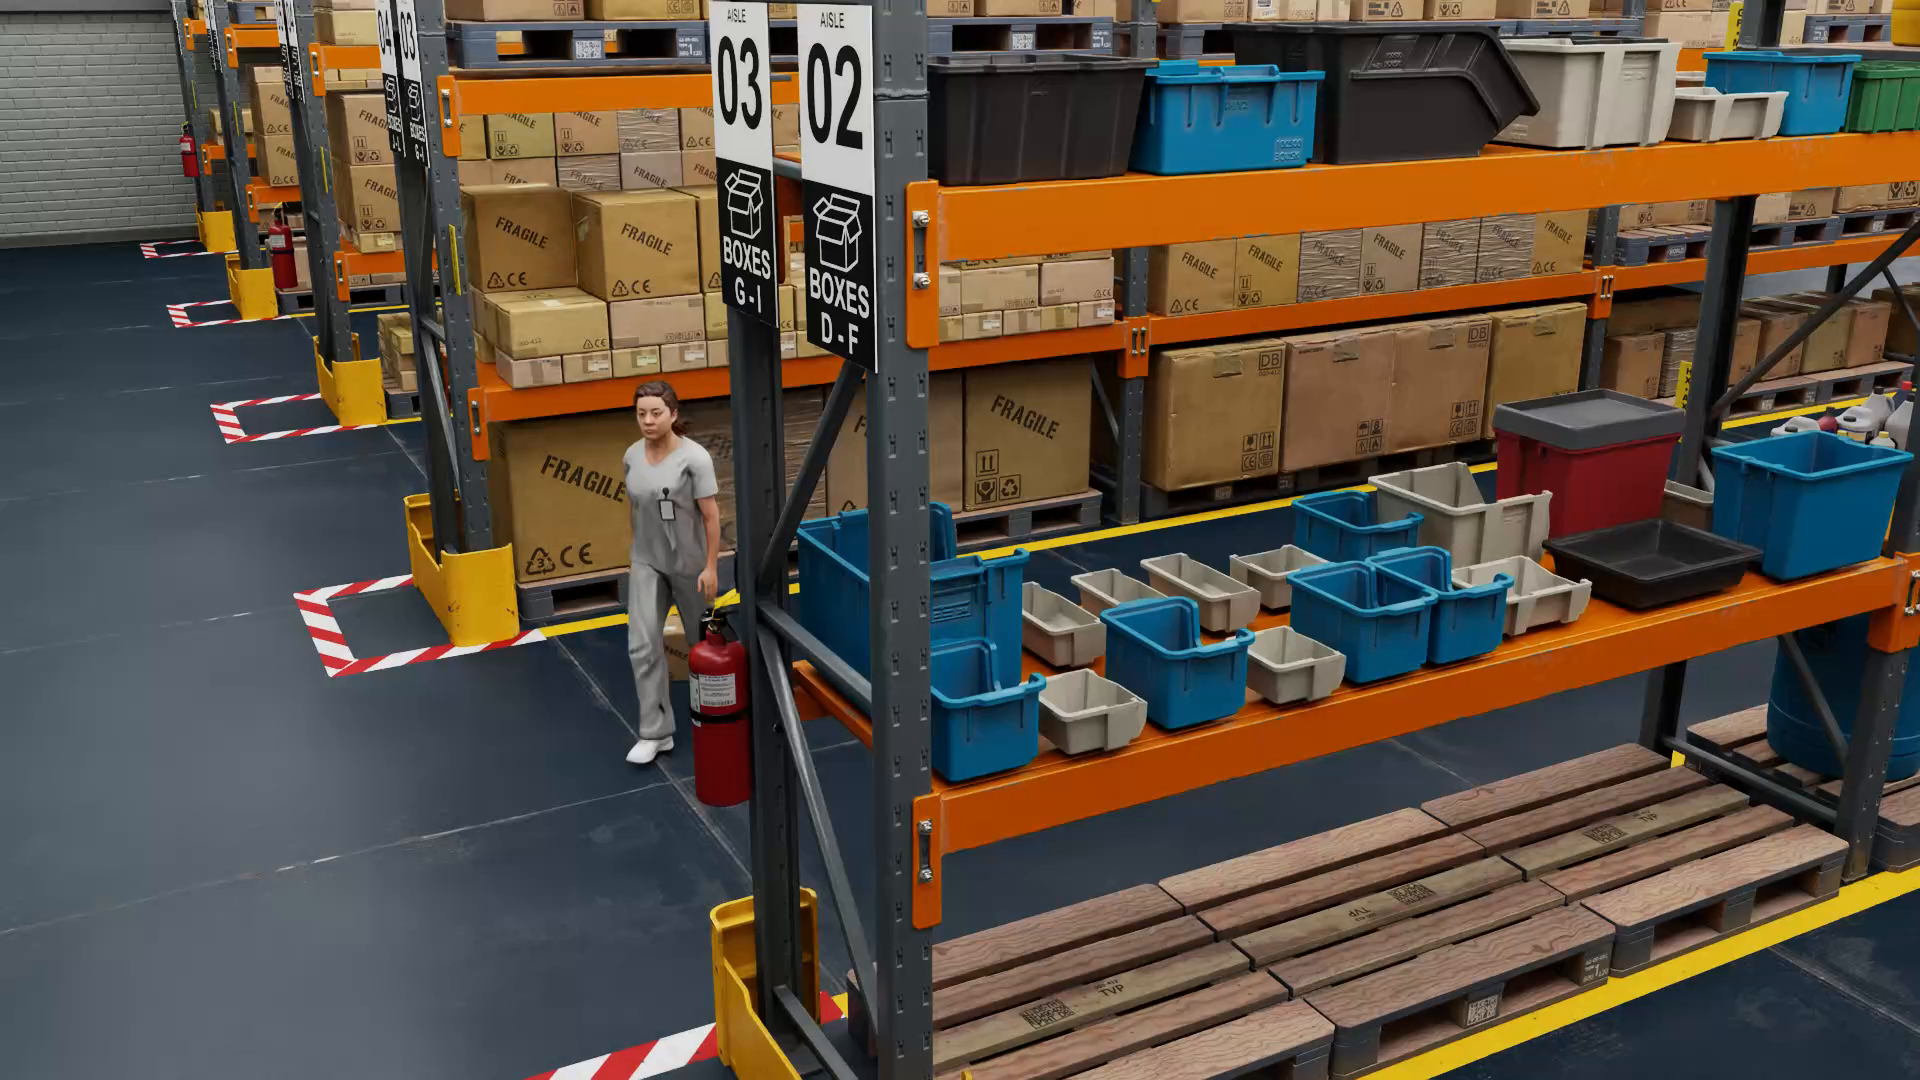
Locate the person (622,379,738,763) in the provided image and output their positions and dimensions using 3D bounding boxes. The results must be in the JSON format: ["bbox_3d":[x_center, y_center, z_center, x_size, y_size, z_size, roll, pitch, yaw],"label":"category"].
[{"bbox_3d":[-1.232,0.084,7.315,0.456,1.632,0.942,5,19,13],"label":"person"}]
